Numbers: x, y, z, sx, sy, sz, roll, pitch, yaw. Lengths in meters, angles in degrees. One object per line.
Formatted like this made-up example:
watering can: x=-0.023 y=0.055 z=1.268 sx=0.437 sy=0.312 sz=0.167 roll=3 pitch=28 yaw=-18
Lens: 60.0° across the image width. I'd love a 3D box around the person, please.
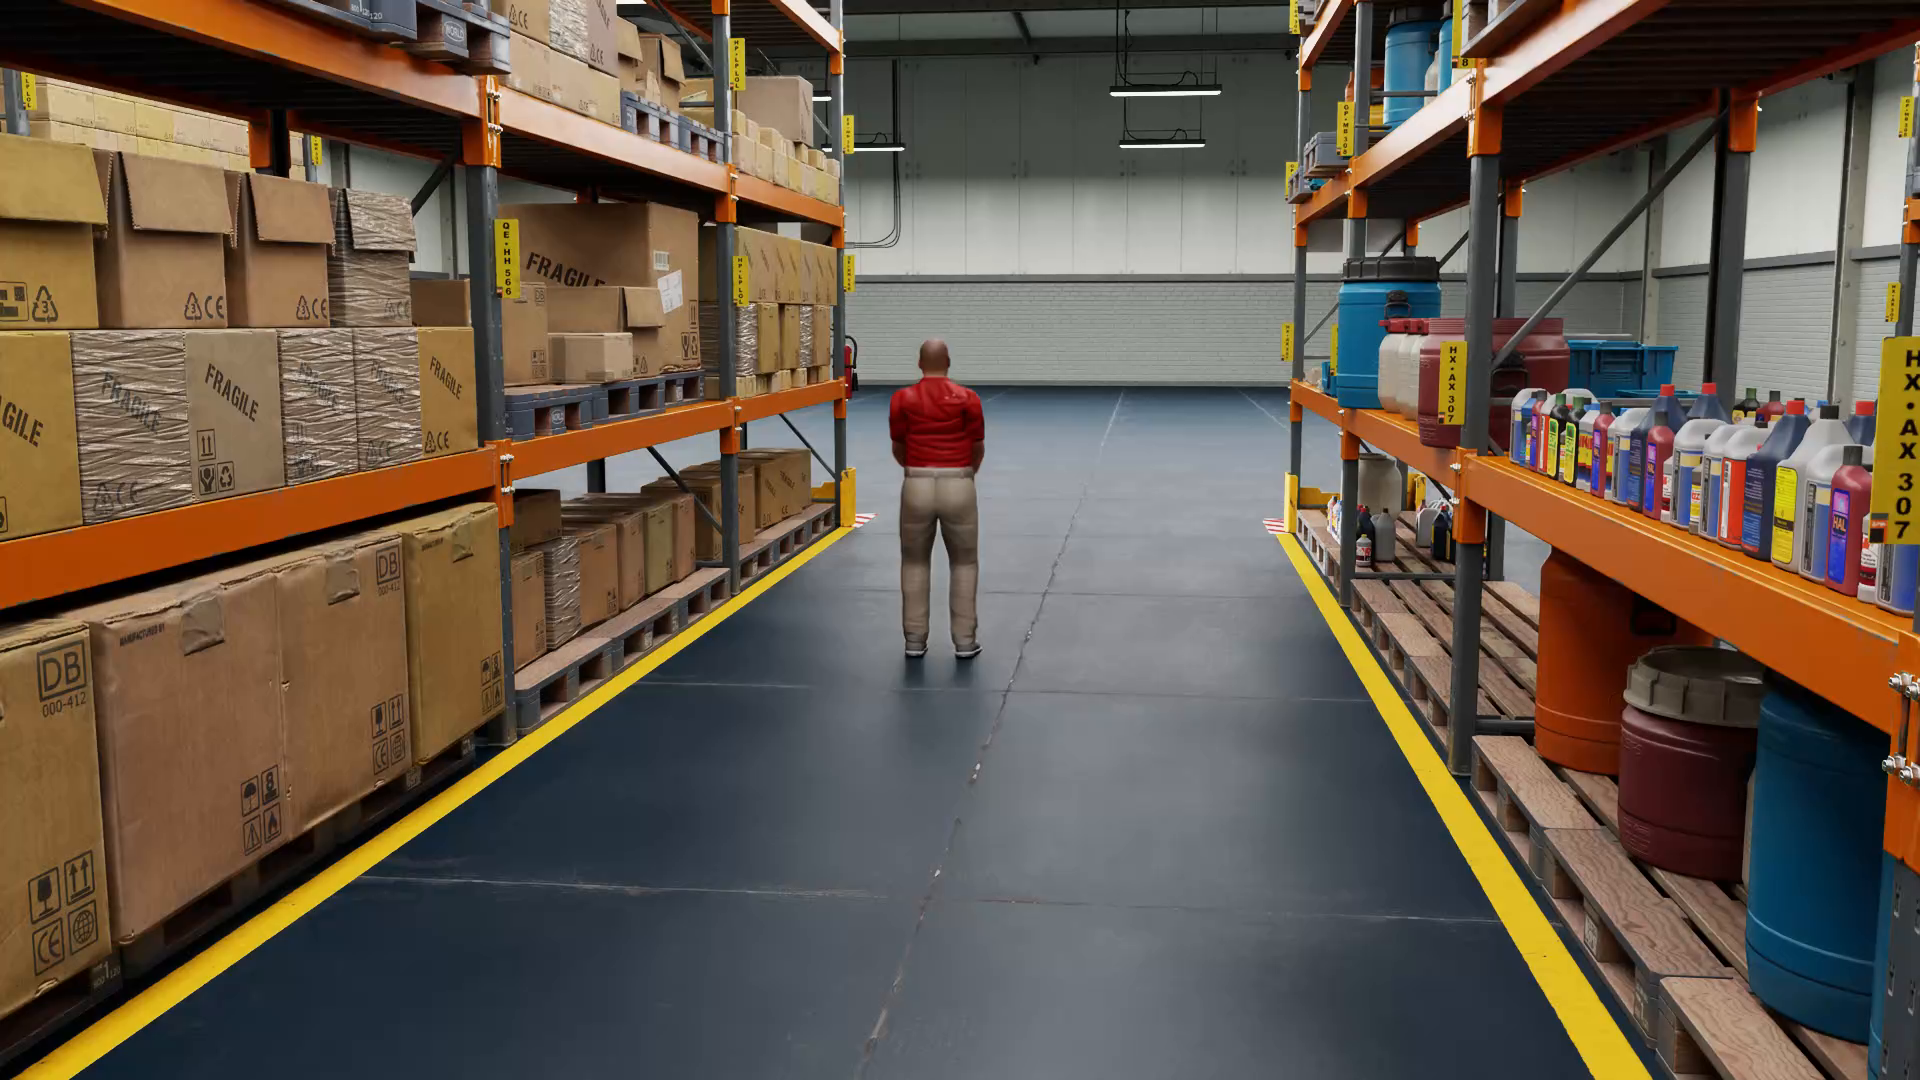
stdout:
person: x=-0.116 y=-0.237 z=9.131 sx=0.518 sy=1.727 sz=0.524 roll=1 pitch=8 yaw=6
